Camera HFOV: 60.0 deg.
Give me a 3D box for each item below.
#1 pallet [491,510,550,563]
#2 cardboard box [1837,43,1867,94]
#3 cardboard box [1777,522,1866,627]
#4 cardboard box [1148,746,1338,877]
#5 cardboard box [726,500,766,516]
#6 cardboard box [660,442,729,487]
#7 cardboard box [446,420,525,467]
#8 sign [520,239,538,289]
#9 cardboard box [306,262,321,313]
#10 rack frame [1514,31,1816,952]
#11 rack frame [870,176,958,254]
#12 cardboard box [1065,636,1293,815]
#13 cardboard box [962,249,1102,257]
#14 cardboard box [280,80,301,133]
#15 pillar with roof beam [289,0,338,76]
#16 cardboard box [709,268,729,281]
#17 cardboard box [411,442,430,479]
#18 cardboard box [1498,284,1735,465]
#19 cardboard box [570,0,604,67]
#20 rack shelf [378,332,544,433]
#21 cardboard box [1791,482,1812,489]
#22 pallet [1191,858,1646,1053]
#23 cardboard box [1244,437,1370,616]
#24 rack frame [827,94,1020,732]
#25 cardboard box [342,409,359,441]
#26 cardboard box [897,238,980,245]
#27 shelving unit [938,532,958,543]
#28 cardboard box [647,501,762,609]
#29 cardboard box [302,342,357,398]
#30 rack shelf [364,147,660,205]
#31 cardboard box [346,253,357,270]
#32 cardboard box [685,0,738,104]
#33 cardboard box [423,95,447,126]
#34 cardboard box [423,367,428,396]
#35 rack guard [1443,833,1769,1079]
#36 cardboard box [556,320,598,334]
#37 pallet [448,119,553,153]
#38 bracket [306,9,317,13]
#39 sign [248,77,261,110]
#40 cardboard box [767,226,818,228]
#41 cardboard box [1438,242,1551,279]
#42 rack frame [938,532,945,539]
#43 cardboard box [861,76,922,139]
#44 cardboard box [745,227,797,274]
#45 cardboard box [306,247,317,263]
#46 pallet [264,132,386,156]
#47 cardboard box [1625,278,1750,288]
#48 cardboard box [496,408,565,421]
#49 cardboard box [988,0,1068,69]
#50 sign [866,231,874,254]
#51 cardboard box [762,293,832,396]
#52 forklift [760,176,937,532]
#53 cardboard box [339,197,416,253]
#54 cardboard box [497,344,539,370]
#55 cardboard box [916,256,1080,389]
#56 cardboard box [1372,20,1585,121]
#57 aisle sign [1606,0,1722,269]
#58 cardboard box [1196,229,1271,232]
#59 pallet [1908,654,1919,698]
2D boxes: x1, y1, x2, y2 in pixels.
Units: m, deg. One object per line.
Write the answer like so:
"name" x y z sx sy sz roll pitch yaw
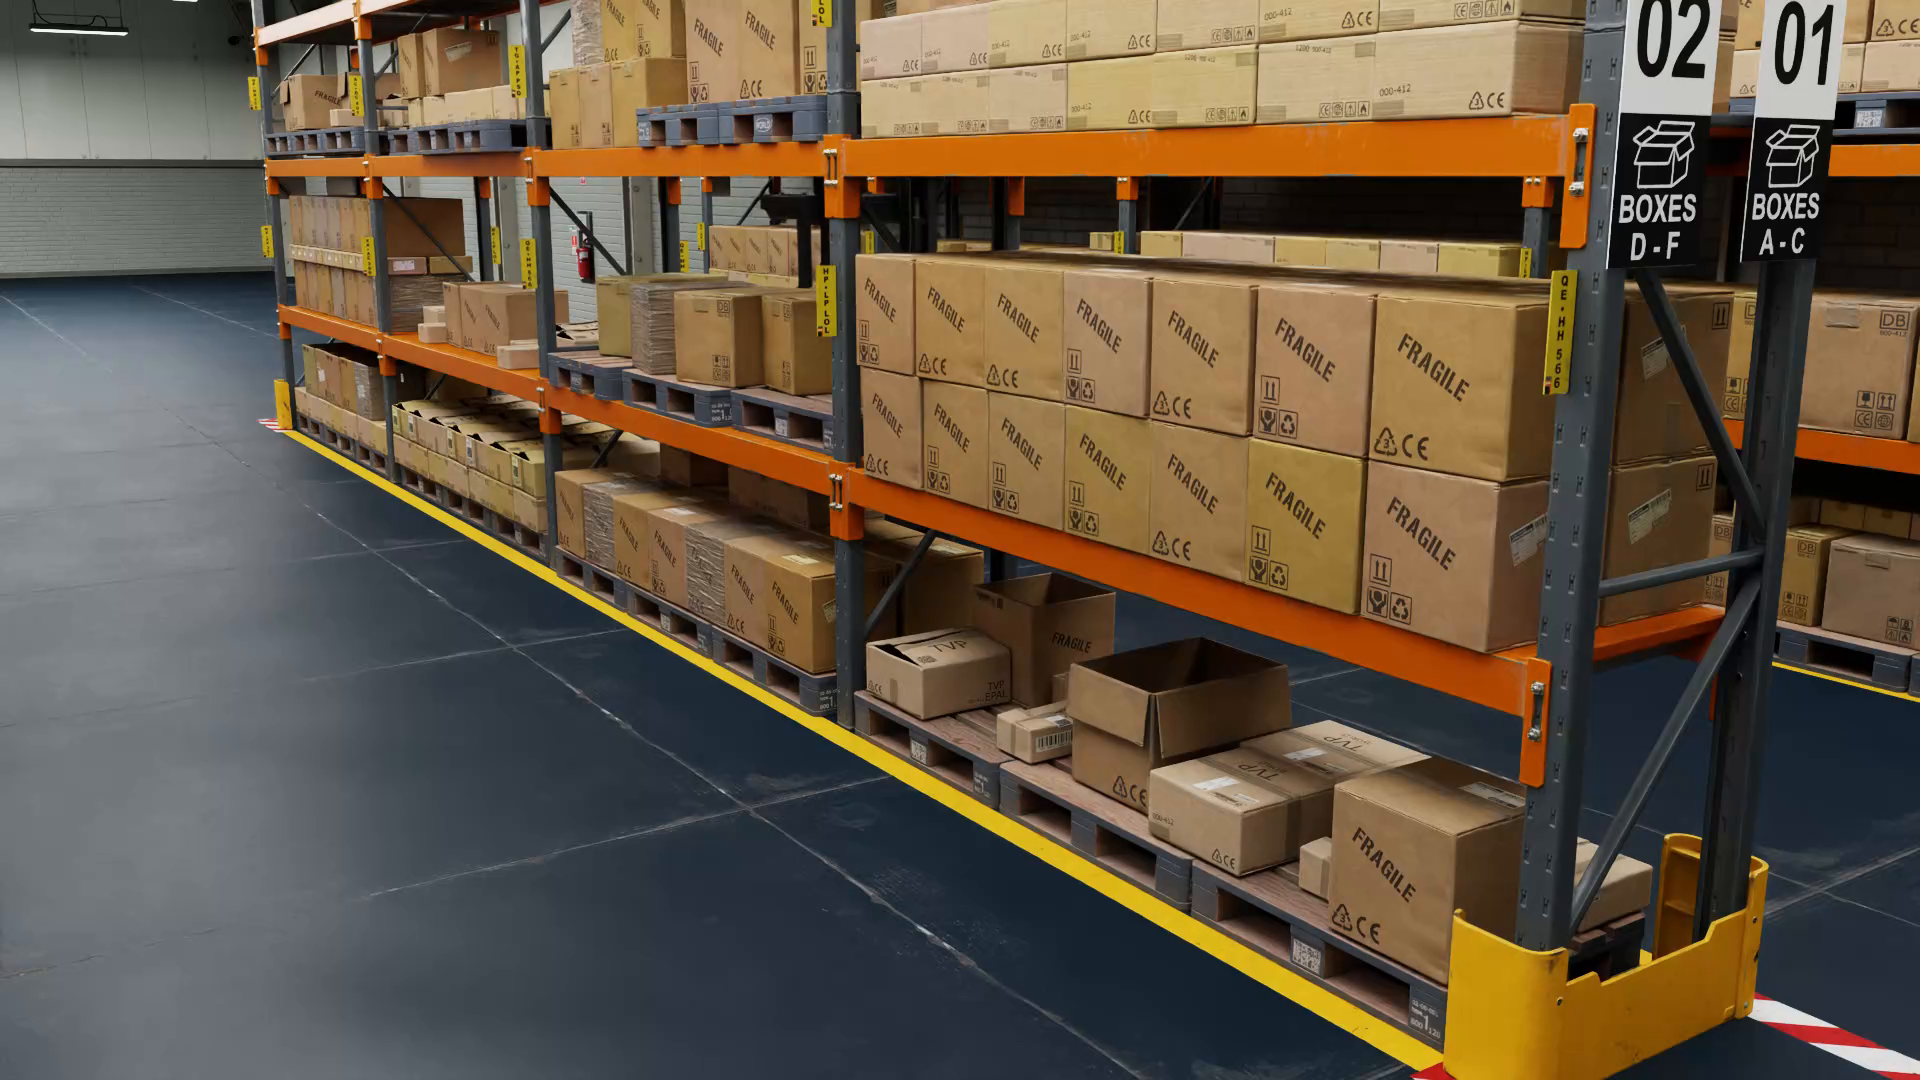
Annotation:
"pallet" -2.795 -0.102 12.335 1.003 0.211 1.213 -8 15 -33
"cardboard box" 4.691 -2.498 8.878 0.500 0.250 0.500 -9 15 -34
"cardboard box" 4.854 0.153 9.507 0.700 0.500 0.500 -8 15 -31
"cardboard box" 1.053 0.998 6.185 0.500 0.250 0.500 -8 15 -33
"cardboard box" -1.075 0.016 10.088 0.500 0.500 0.500 -9 15 -35
"cardboard box" -1.623 -0.525 10.809 0.500 0.250 0.500 -7 14 -31
"cardboard box" -3.713 -0.784 13.068 0.500 0.311 0.500 -8 14 -31
"sign" -2.832 -1.813 10.920 0.100 0.325 0.005 -8 15 -33
"cardboard box" -6.261 -2.608 17.031 0.700 0.500 0.500 -8 14 -31
"rack frame" 2.061 0.109 4.840 1.000 3.000 0.127 -8 15 -33
"rack frame" -0.466 -2.612 17.284 1.000 3.000 0.127 -8 15 -33
"cardboard box" 0.890 0.736 6.788 0.797 0.503 0.637 -8 15 -33
"cardboard box" 0.340 -1.080 7.705 0.500 0.500 0.500 -8 15 -32
"cardboard box" -6.489 -4.423 16.992 0.797 0.503 0.637 -7 14 -29
"pillar with roof beam" -18.455 -9.991 36.983 9.100 9.000 0.548 -8 15 -33
"cardboard box" -2.676 -3.135 19.982 0.500 0.250 0.500 -9 15 -34
"cardboard box" -4.288 -0.695 13.970 0.500 0.250 0.500 -8 14 -31
"cardboard box" 2.035 -0.538 5.226 0.500 0.500 0.500 -8 14 -31
"cardboard box" -2.135 -3.238 10.550 0.500 0.500 0.500 -8 15 -33
"rack shelf" -3.480 -1.318 13.050 1.077 0.370 4.000 -8 15 -33
"cardboard box" 4.821 -0.254 9.851 0.380 0.149 0.250 -9 15 -35
"pallet" 1.576 1.317 5.848 1.003 0.211 1.213 -8 15 -33
"cardboard box" 1.296 -0.079 5.467 0.500 0.500 0.500 -8 15 -32
"rack frame" -0.155 -0.602 8.093 1.000 3.000 0.127 -8 15 -33
"cardboard box" -5.585 -1.121 15.918 0.500 0.250 0.500 -8 15 -33
"cardboard box" -0.212 -2.781 16.794 0.700 0.500 0.500 -8 15 -33
"shelving unit" -0.008 -0.589 12.245 0.258 1.200 0.189 -8 15 -33
"cardboard box" -1.495 0.082 9.787 0.500 0.500 0.500 -9 15 -35
"cardboard box" -6.413 -1.754 17.059 0.500 0.500 0.500 -8 15 -33
"rack shelf" -3.480 -2.783 12.729 1.077 0.370 4.000 -8 15 -33
"cardboard box" -5.479 -2.595 15.453 0.380 0.149 0.250 -8 15 -33
"cardboard box" -1.114 -2.705 9.239 0.600 0.600 0.600 -9 15 -35
"cardboard box" -3.948 -3.414 13.299 0.500 0.250 0.500 -10 16 -38
"cardboard box" -4.868 -1.461 15.717 0.500 0.500 0.500 -8 15 -33
"rack guard" 2.019 1.317 5.169 1.175 0.500 0.348 -8 15 -33
"cardboard box" -2.706 -1.452 12.188 0.500 0.311 0.500 -8 15 -33
"pallet" -2.822 -2.797 11.550 1.213 0.211 1.003 -7 14 -30
"bracket" -14.937 -12.143 38.399 0.235 0.232 0.430 -8 15 -33
"sign" -7.269 -4.603 17.135 0.100 0.325 0.005 -8 15 -33
"cardboard box" -1.973 -3.477 19.788 0.500 0.500 0.500 -8 15 -32
"cardboard box" 3.495 -1.812 10.894 0.500 0.250 0.500 -8 14 -31
"rack frame" -0.059 -0.605 12.320 0.240 1.200 0.006 -8 15 -33
"cardboard box" -0.092 -1.878 7.259 0.500 0.250 0.500 -8 15 -33
"cardboard box" -2.121 -3.324 19.089 0.500 0.500 0.500 -9 15 -35
"cardboard box" -6.342 -2.870 16.714 0.380 0.149 0.250 -8 15 -34
"pallet" -6.434 -4.030 16.952 1.003 0.211 1.213 -8 15 -33
"cardboard box" 4.253 -1.237 10.296 0.980 0.700 0.700 -8 15 -32
"cardboard box" -3.557 -0.942 13.787 0.500 0.311 0.500 -8 15 -33
"cardboard box" 0.453 -1.943 6.387 0.500 0.250 0.500 -8 15 -33
"sign" -0.913 -2.969 16.891 0.100 0.325 0.005 -8 15 -33
"cardboard box" -0.665 -1.082 9.069 0.700 0.500 0.500 -6 14 -24
"forklift" -0.904 -1.726 13.394 1.130 2.935 3.031 -8 15 -32
"cardboard box" -5.397 -2.964 15.625 0.700 0.500 0.500 -8 15 -33
"cardboard box" -3.100 -1.318 11.955 0.380 0.149 0.250 -8 15 -33
"cardboard box" 0.158 -0.931 7.021 0.500 0.500 0.500 -9 15 -35
"cardboard box" 1.557 -1.343 4.811 0.500 0.250 0.500 -8 15 -33
"aisle sign" 1.844 -1.112 4.341 0.394 0.787 0.004 -8 15 -33
"cardboard box" 2.217 -2.421 13.677 0.500 0.250 0.500 -8 14 -31
"pallet" 5.675 0.752 8.430 1.003 0.211 1.213 -8 15 -33
